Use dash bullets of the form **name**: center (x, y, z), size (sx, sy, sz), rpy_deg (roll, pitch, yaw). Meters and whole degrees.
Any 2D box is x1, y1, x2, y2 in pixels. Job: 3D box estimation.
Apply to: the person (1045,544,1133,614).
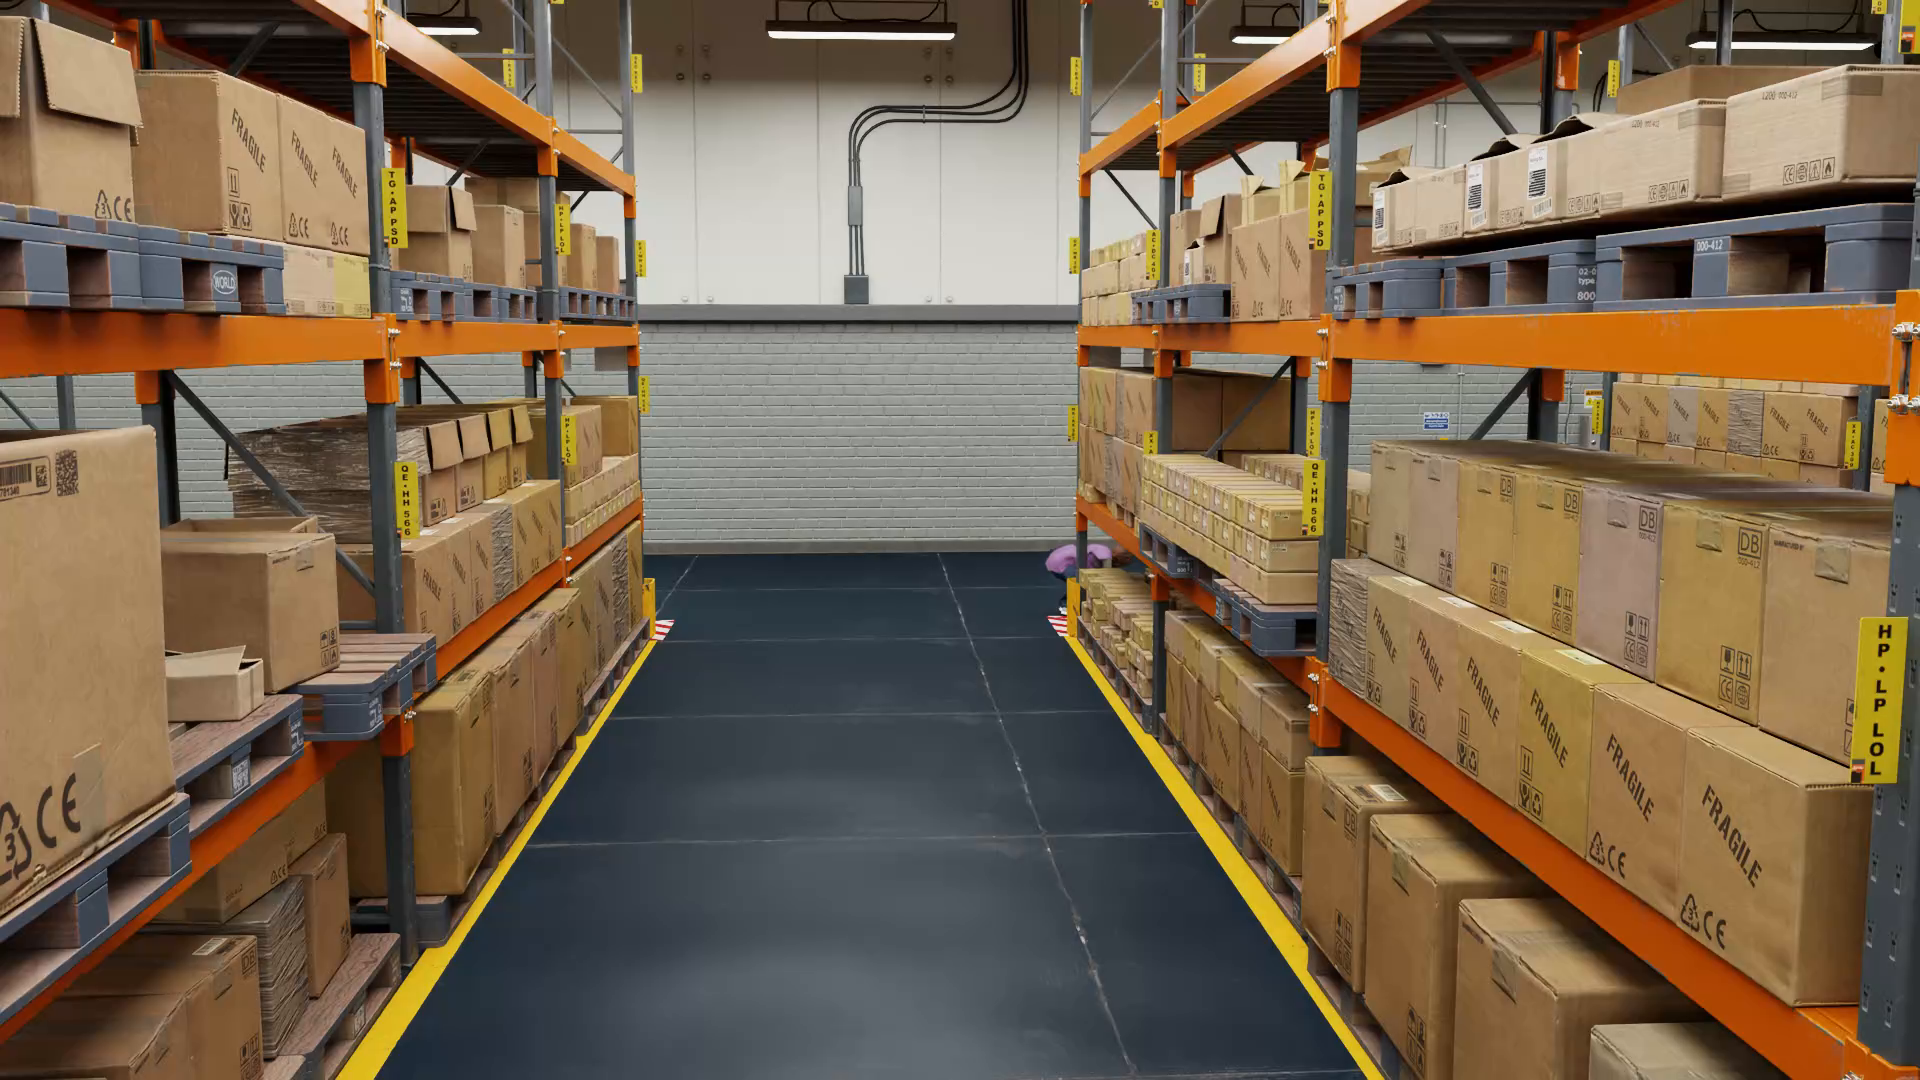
- **person**: center (1.270, 0.399, 16.365), size (0.868, 0.712, 0.419), rpy_deg (0, 7, -2)
